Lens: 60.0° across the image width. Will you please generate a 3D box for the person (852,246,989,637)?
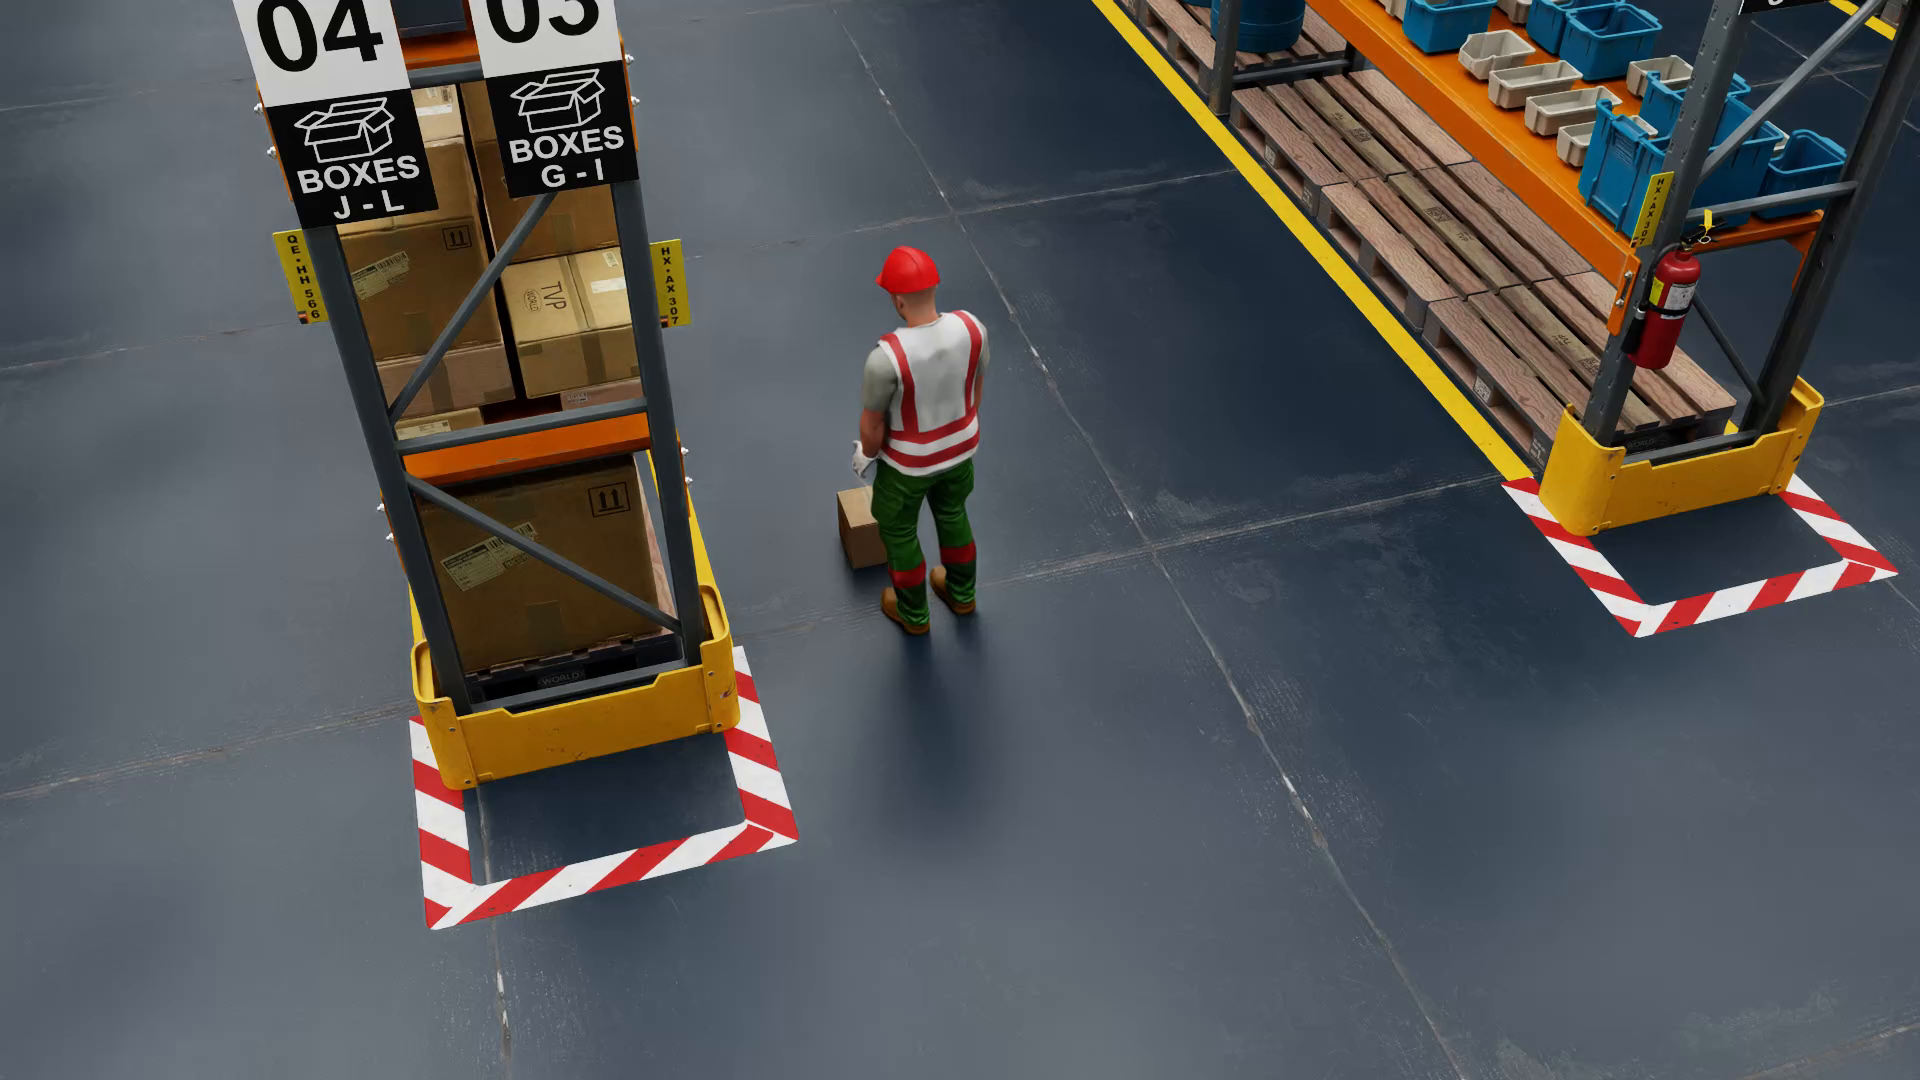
[{"bbox_3d":[-0.159,-0.364,6.565,0.533,1.768,0.388,-22,46,-23],"label":"person"}]
